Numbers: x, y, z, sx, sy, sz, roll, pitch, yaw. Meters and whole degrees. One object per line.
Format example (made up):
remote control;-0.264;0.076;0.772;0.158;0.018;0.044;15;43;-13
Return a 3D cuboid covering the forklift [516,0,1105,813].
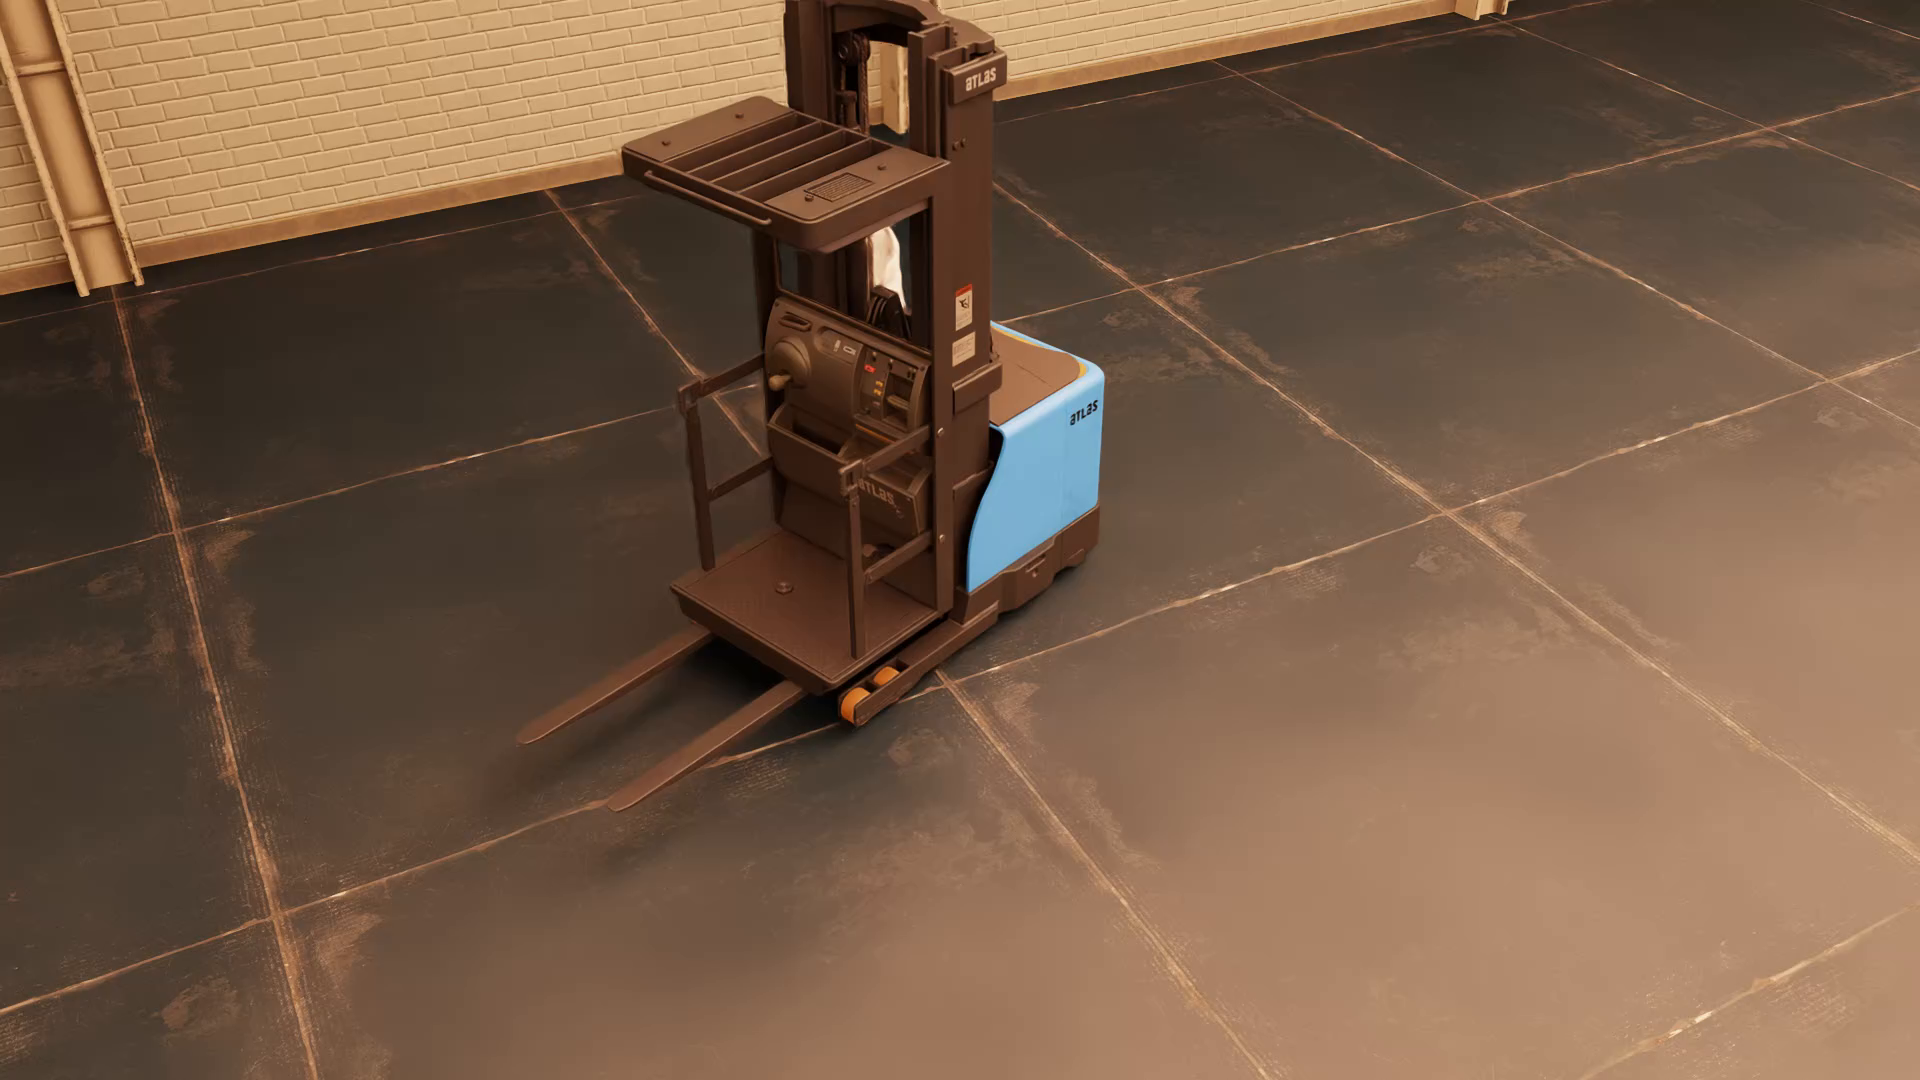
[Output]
forklift;-0.641;-0.696;7.107;1.130;2.935;3.031;27;43;33

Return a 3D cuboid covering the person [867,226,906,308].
person;-0.508;-1.219;8.948;0.478;1.751;0.848;-12;37;-17
